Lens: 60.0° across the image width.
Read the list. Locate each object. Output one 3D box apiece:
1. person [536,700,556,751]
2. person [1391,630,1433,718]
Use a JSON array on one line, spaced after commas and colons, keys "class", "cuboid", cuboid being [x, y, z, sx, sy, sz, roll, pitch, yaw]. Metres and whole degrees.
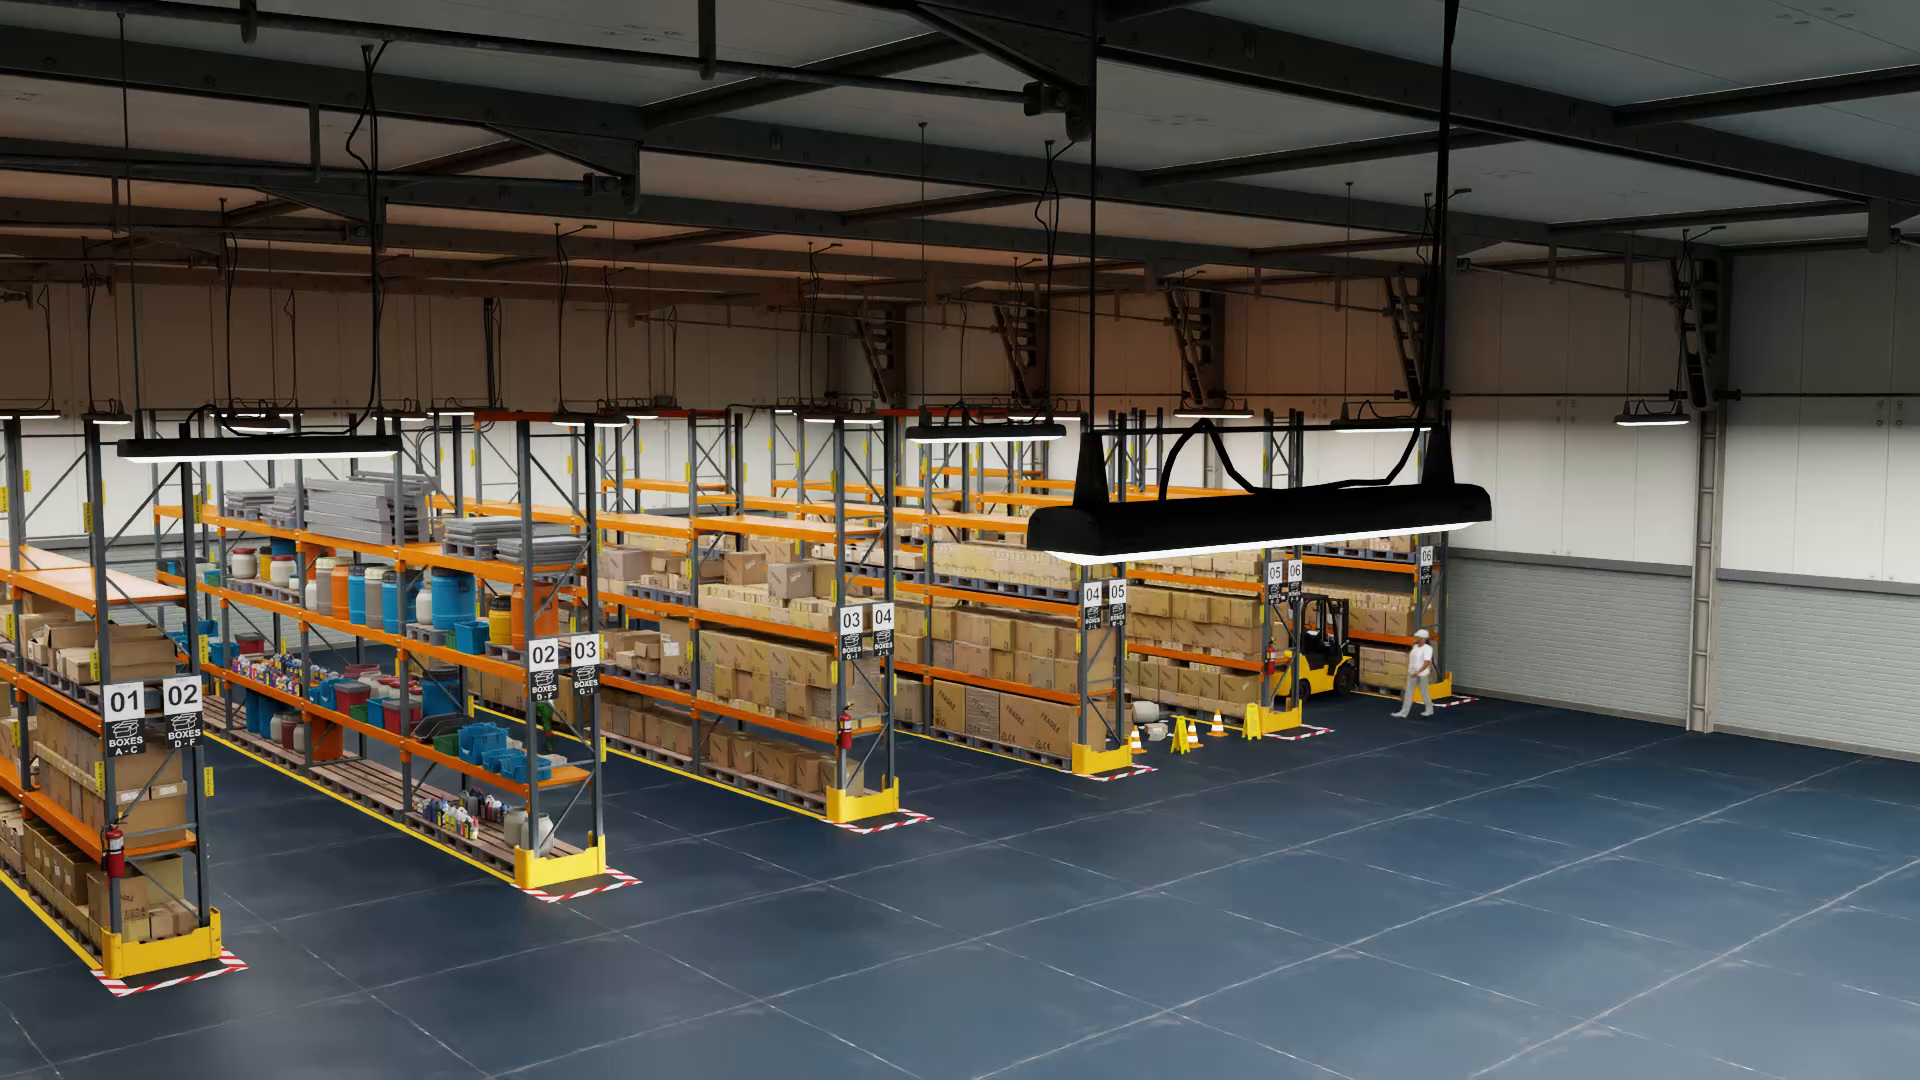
[{"class": "person", "cuboid": [-7.428, 2.847, 29.434, 0.632, 1.780, 0.499, 3, 6, 28]}, {"class": "person", "cuboid": [8.901, 2.620, 32.482, 0.937, 1.722, 0.590, -3, 6, -32]}]
